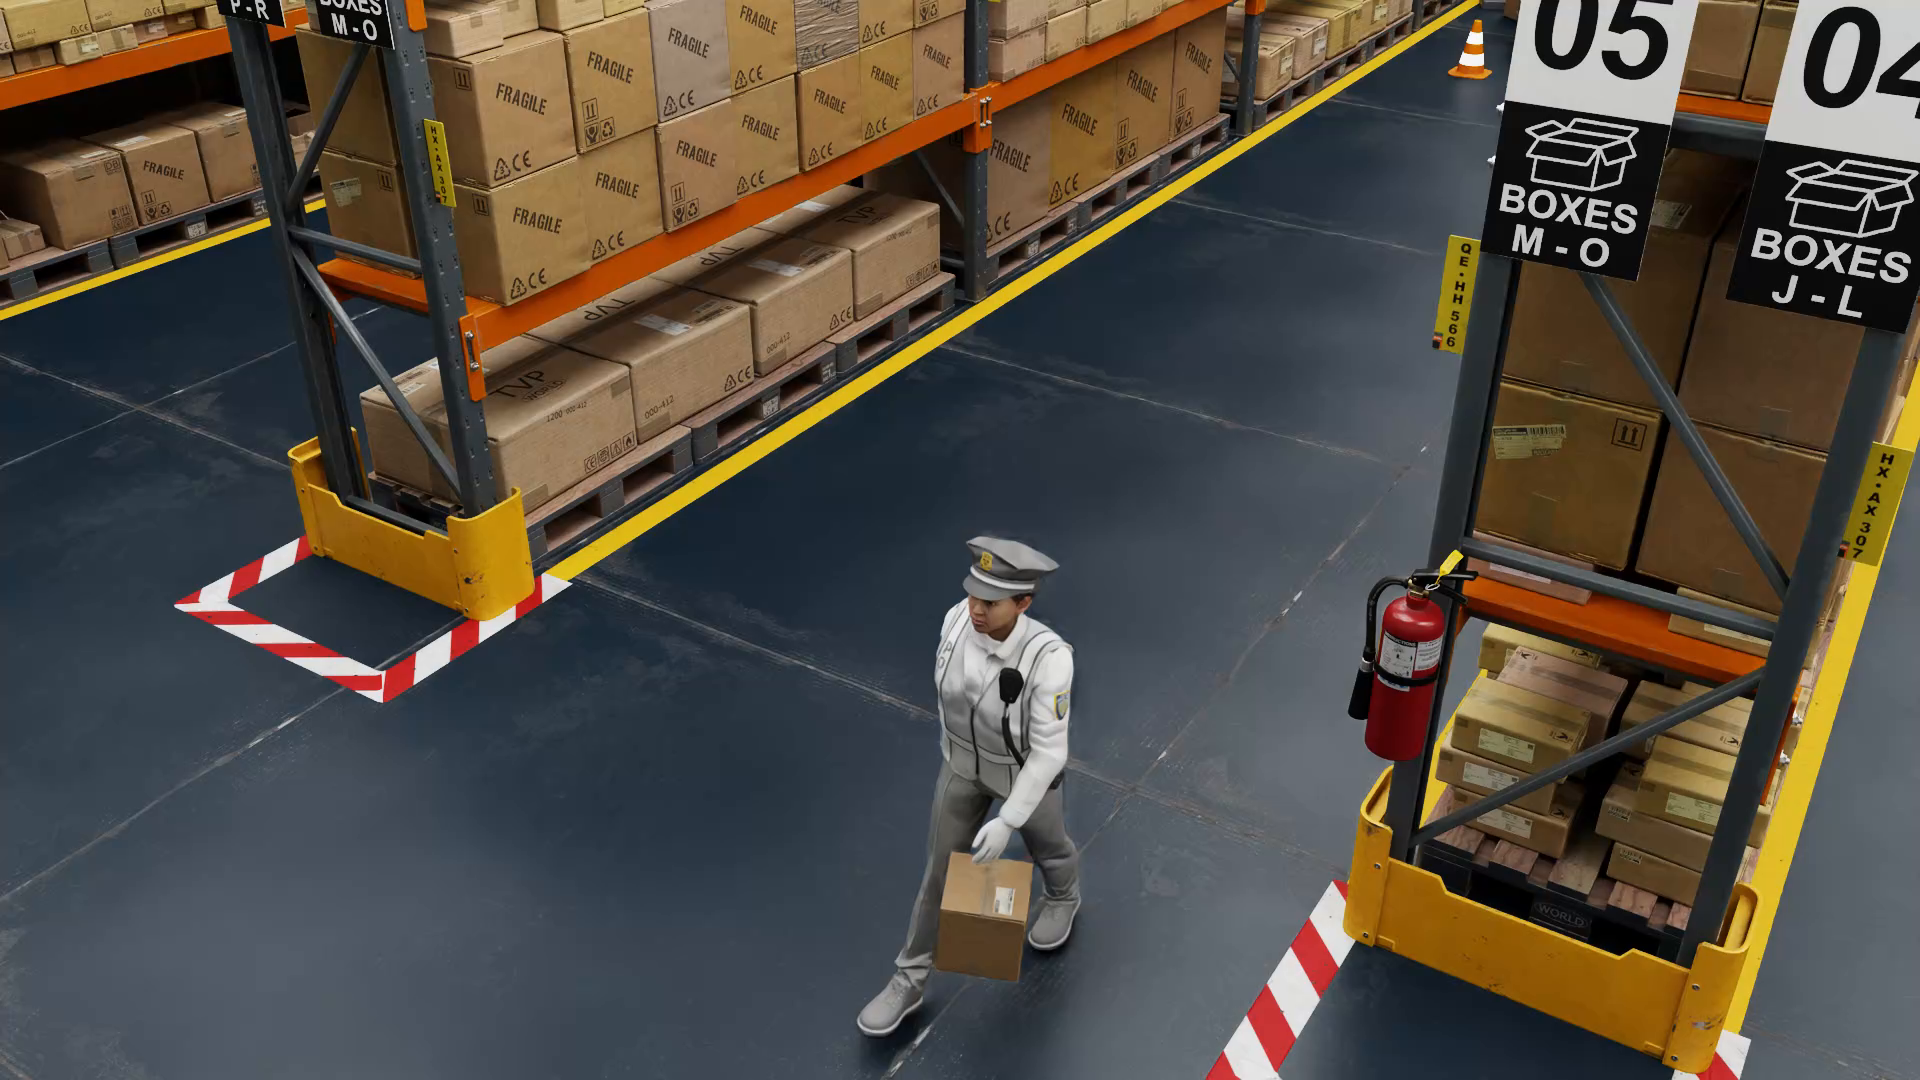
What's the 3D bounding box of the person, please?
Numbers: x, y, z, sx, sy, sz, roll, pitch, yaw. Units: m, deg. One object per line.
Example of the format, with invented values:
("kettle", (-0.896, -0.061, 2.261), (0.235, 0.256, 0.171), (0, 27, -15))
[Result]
("person", (0.096, 0.709, 4.913), (0.506, 1.638, 0.946), (18, 35, 28))
